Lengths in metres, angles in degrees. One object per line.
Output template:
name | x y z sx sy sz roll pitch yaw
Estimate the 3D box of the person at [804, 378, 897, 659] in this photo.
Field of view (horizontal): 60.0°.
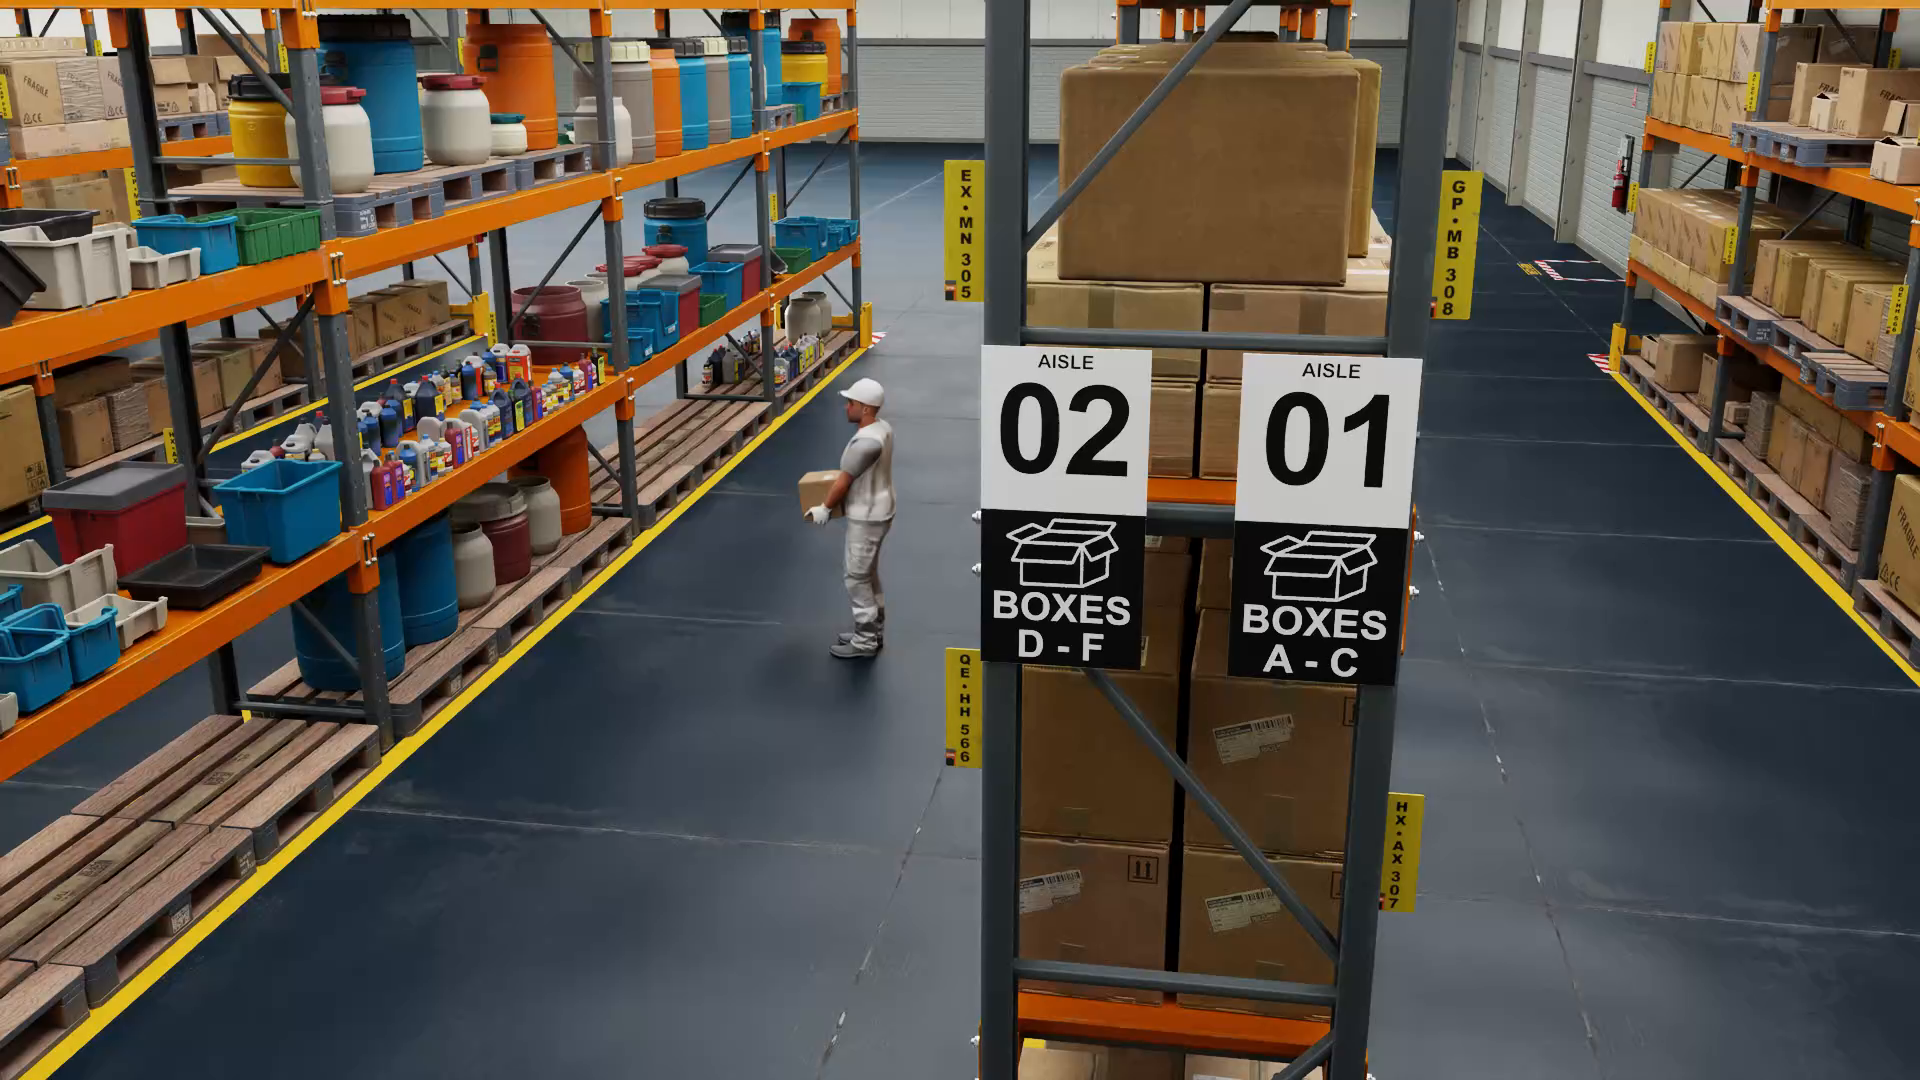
person | -0.677 -0.137 10.443 0.553 1.787 0.495 3 18 8
